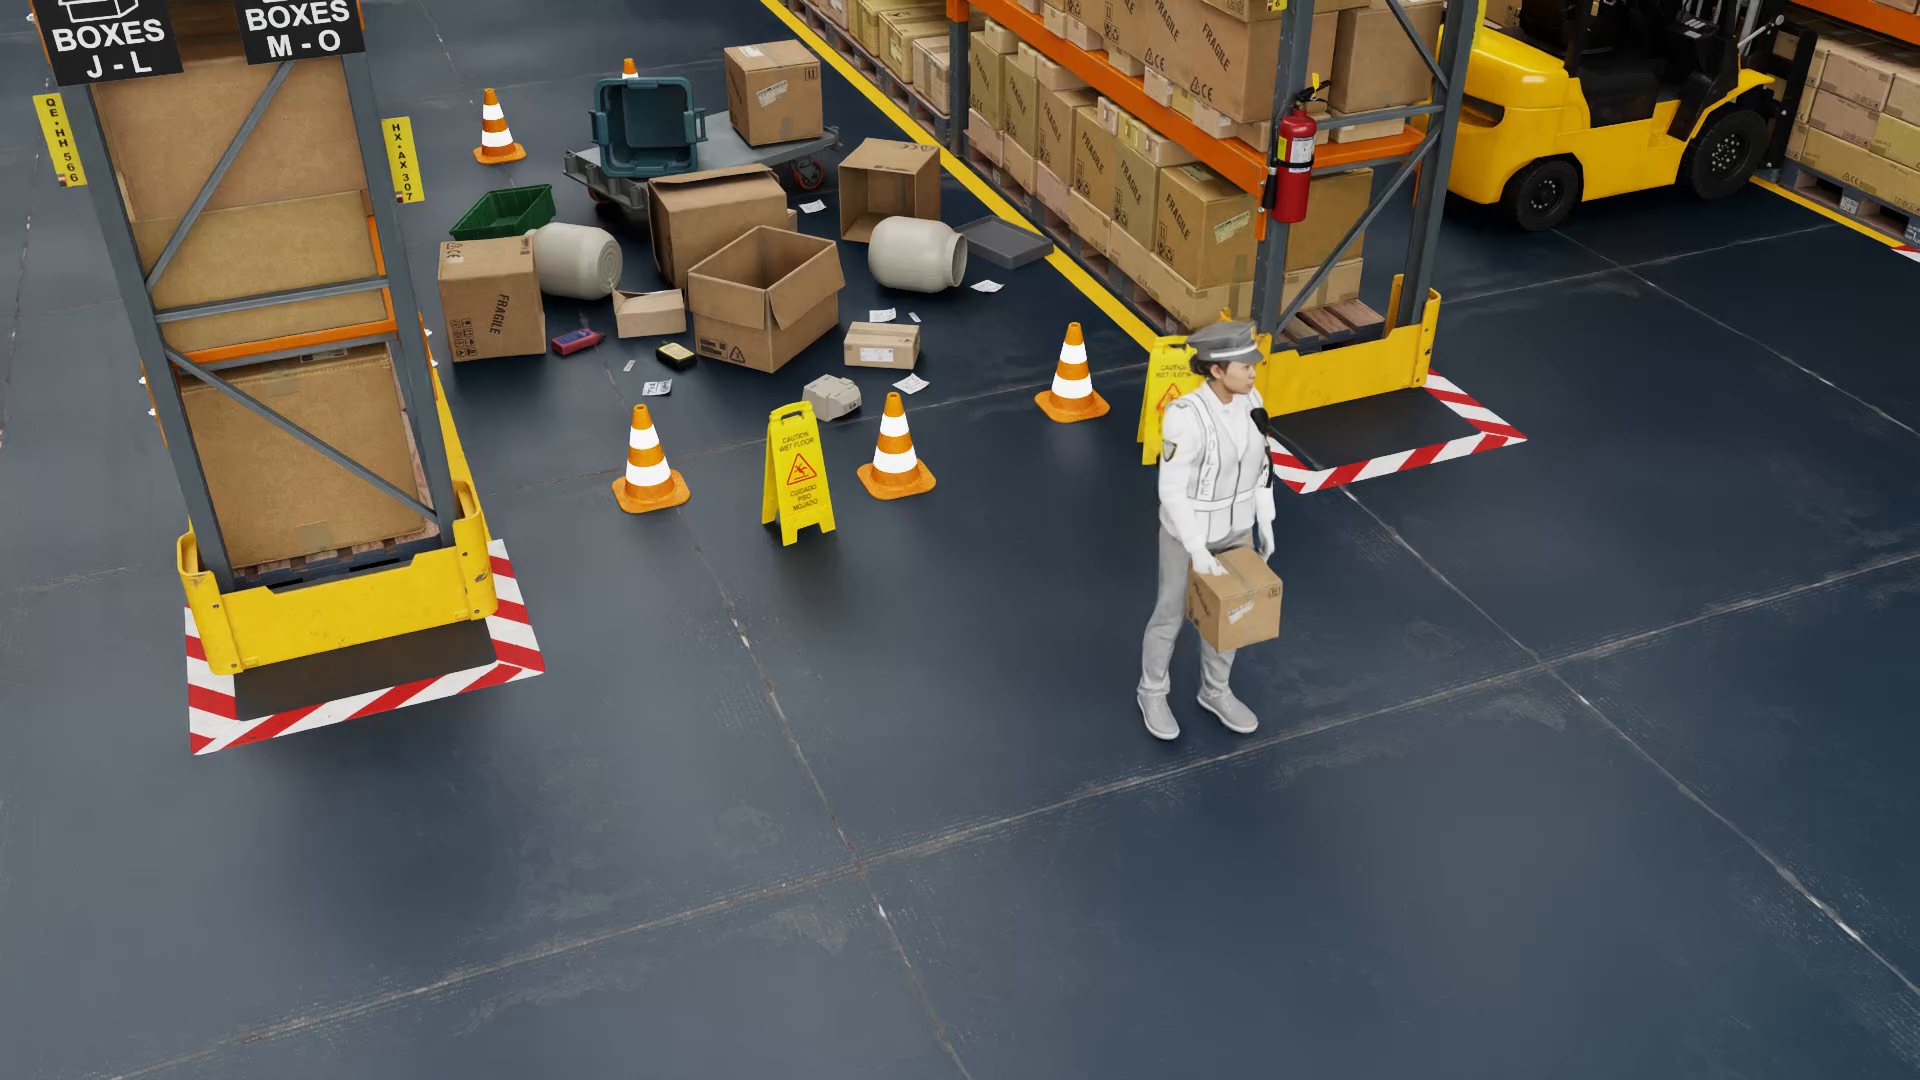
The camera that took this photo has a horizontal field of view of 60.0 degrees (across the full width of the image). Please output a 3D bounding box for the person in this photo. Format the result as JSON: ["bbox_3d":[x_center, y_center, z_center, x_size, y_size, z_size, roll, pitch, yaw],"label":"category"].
[{"bbox_3d":[0.950,-0.020,6.140,0.504,1.689,0.440,-20,39,-27],"label":"person"}]
